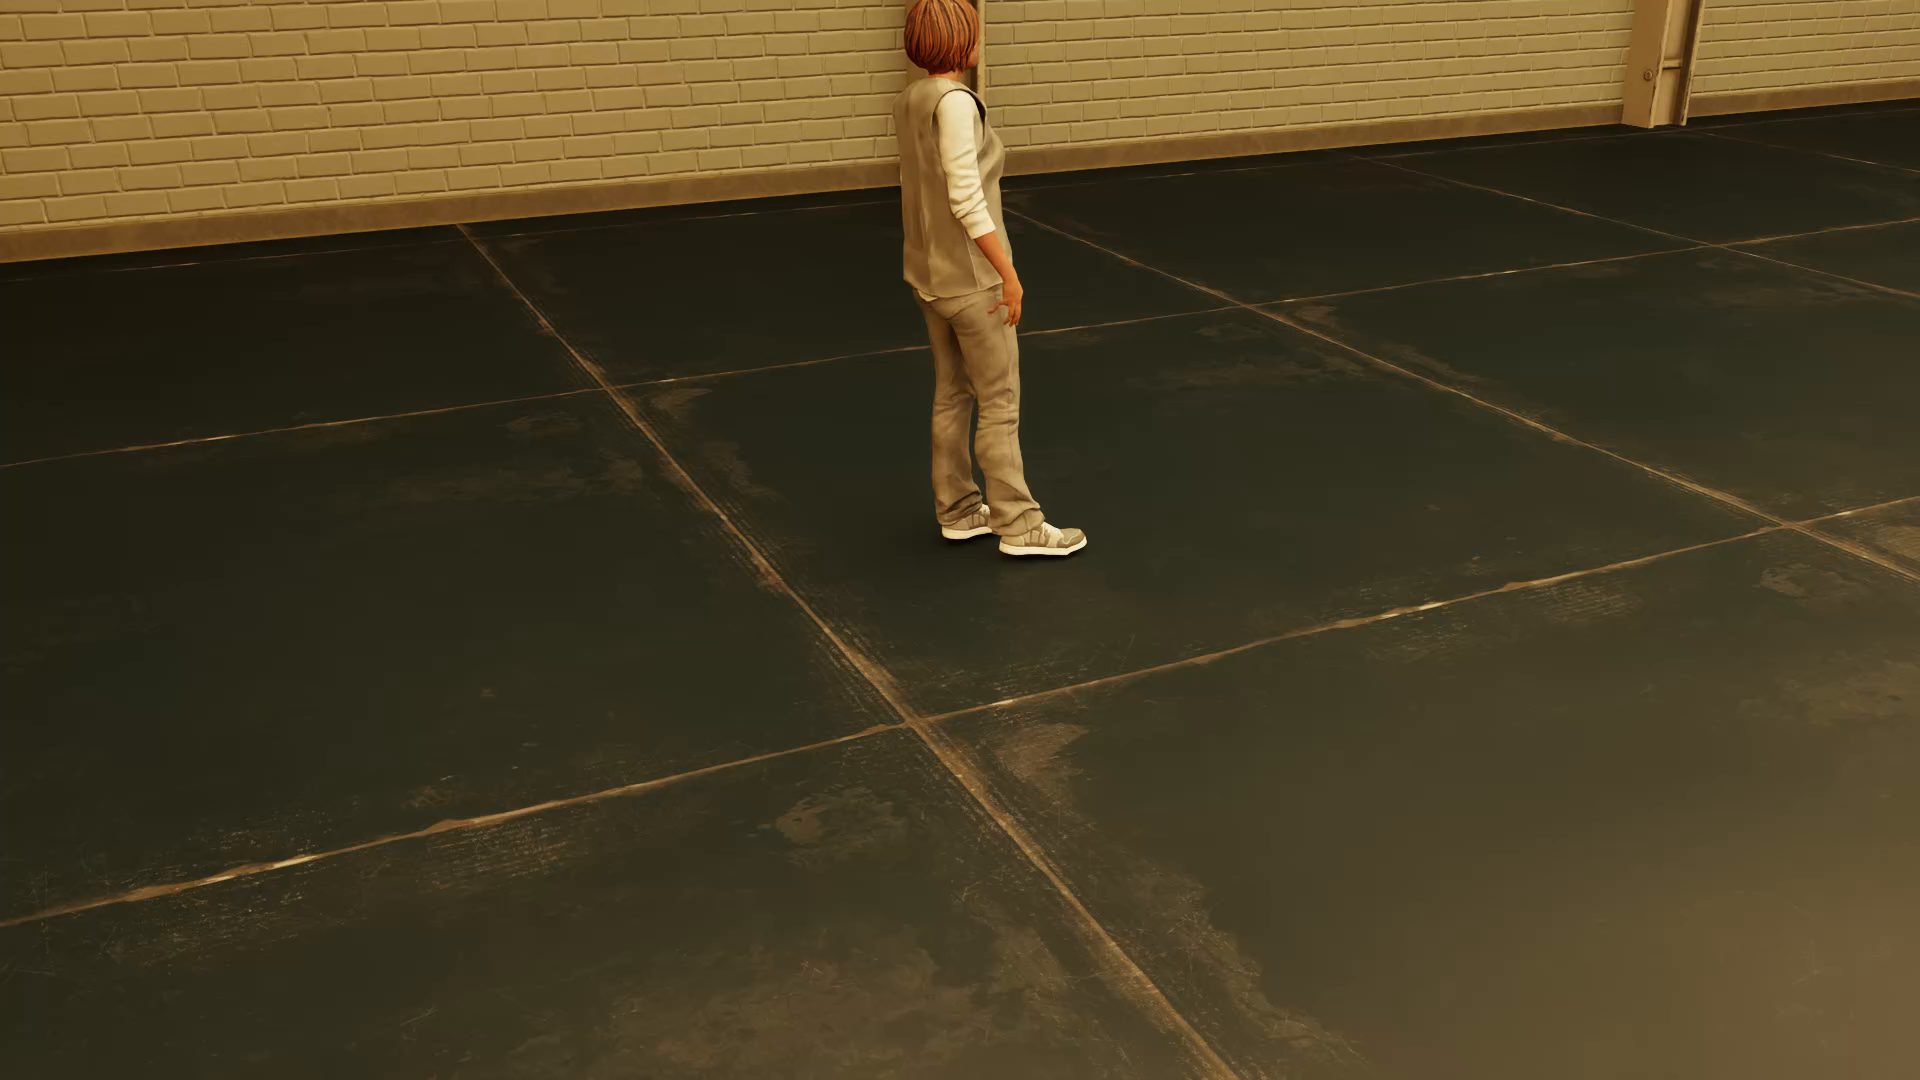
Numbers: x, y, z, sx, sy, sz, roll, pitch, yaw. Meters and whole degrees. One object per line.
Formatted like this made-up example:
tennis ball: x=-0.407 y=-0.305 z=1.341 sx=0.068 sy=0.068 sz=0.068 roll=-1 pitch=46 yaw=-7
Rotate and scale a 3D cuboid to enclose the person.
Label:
person: x=0.073 y=-0.751 z=4.814 sx=0.475 sy=1.597 sz=0.520 roll=-10 pitch=25 yaw=-23
